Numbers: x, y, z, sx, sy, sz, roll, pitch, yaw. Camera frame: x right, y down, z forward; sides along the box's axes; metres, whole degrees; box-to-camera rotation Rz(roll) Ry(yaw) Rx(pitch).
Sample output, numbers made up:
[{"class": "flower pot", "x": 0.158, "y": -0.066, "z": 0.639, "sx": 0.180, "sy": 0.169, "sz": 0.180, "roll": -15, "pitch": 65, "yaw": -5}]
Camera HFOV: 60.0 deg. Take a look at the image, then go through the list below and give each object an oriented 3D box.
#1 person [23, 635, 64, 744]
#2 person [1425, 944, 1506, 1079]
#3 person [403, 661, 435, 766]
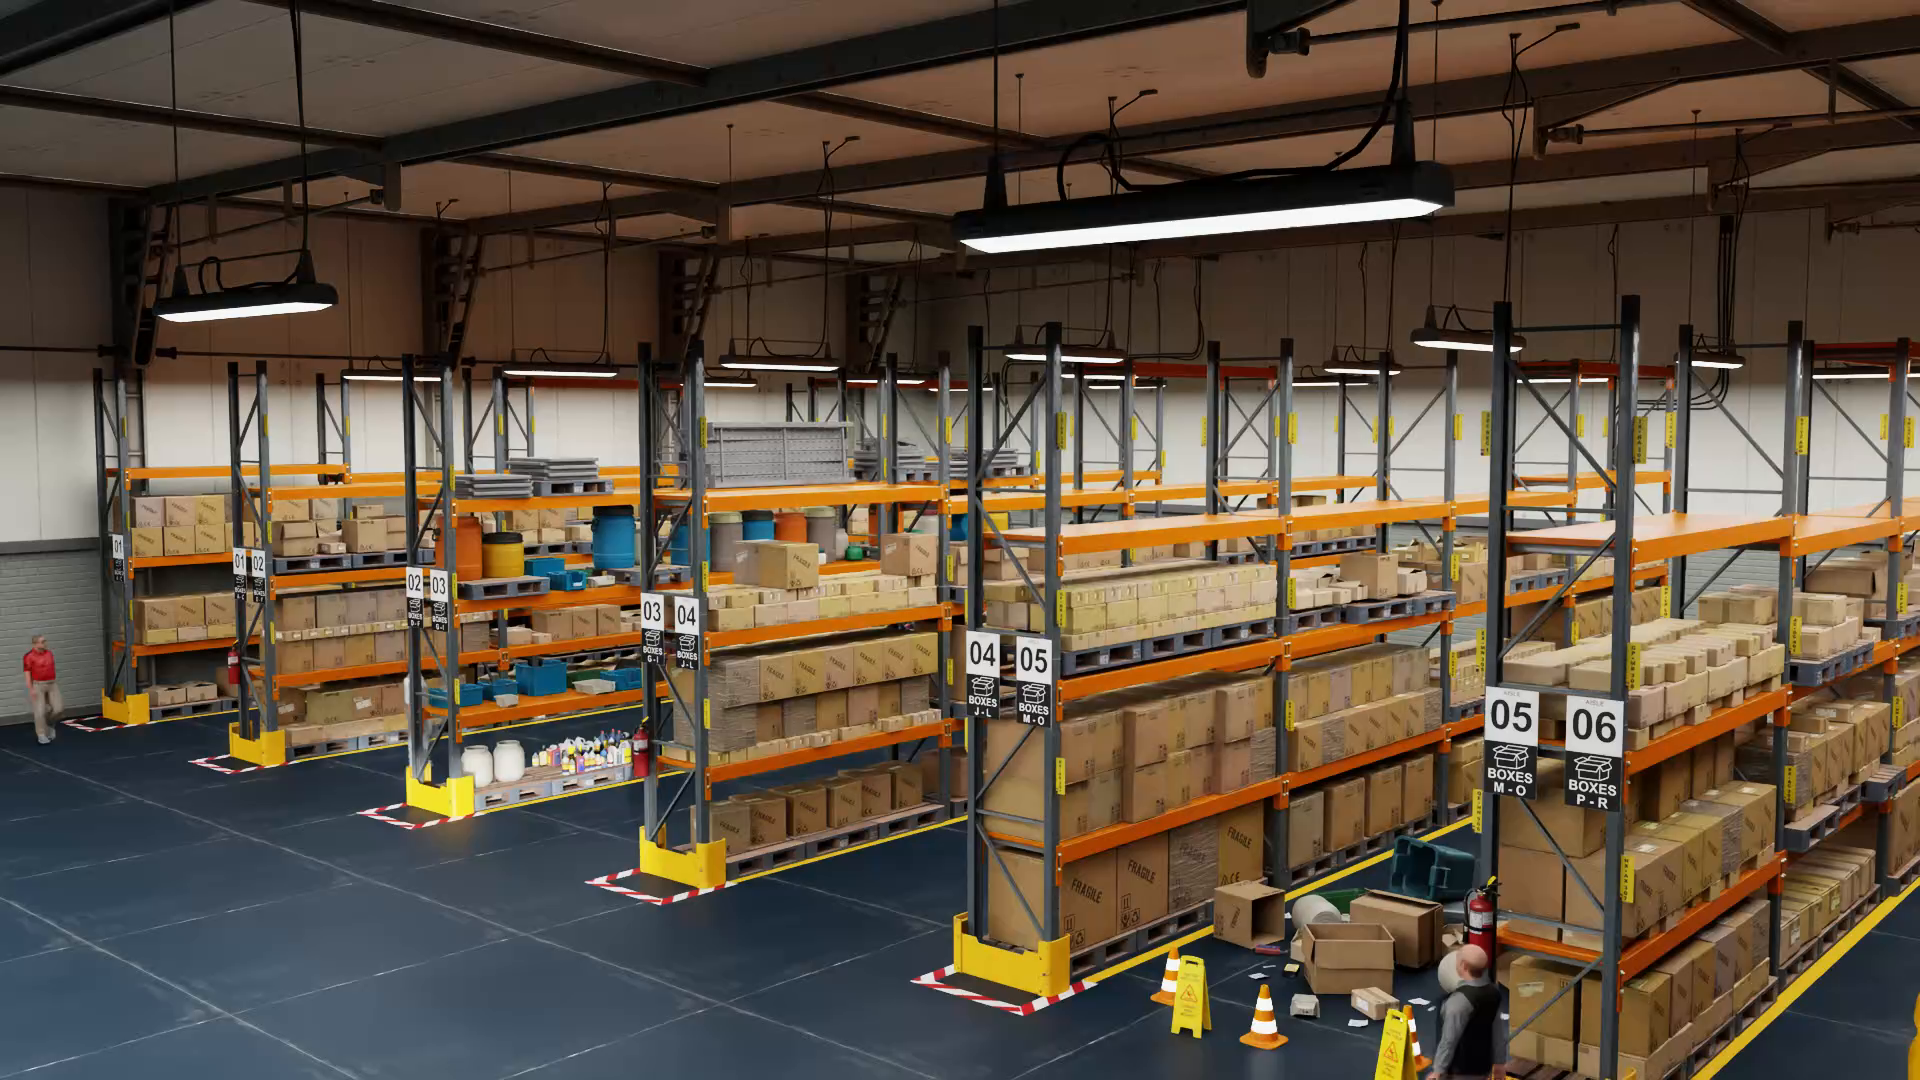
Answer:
[{"class": "person", "x": -14.546, "y": 2.354, "z": 26.323, "sx": 0.494, "sy": 1.706, "sz": 0.542, "roll": 3, "pitch": 5, "yaw": 40}, {"class": "person", "x": 3.359, "y": 3.515, "z": 11.003, "sx": 0.982, "sy": 1.696, "sz": 0.505, "roll": 2, "pitch": 4, "yaw": 20}, {"class": "person", "x": -8.045, "y": 2.575, "z": 24.619, "sx": 0.358, "sy": 1.646, "sz": 0.432, "roll": 3, "pitch": 5, "yaw": 35}]
